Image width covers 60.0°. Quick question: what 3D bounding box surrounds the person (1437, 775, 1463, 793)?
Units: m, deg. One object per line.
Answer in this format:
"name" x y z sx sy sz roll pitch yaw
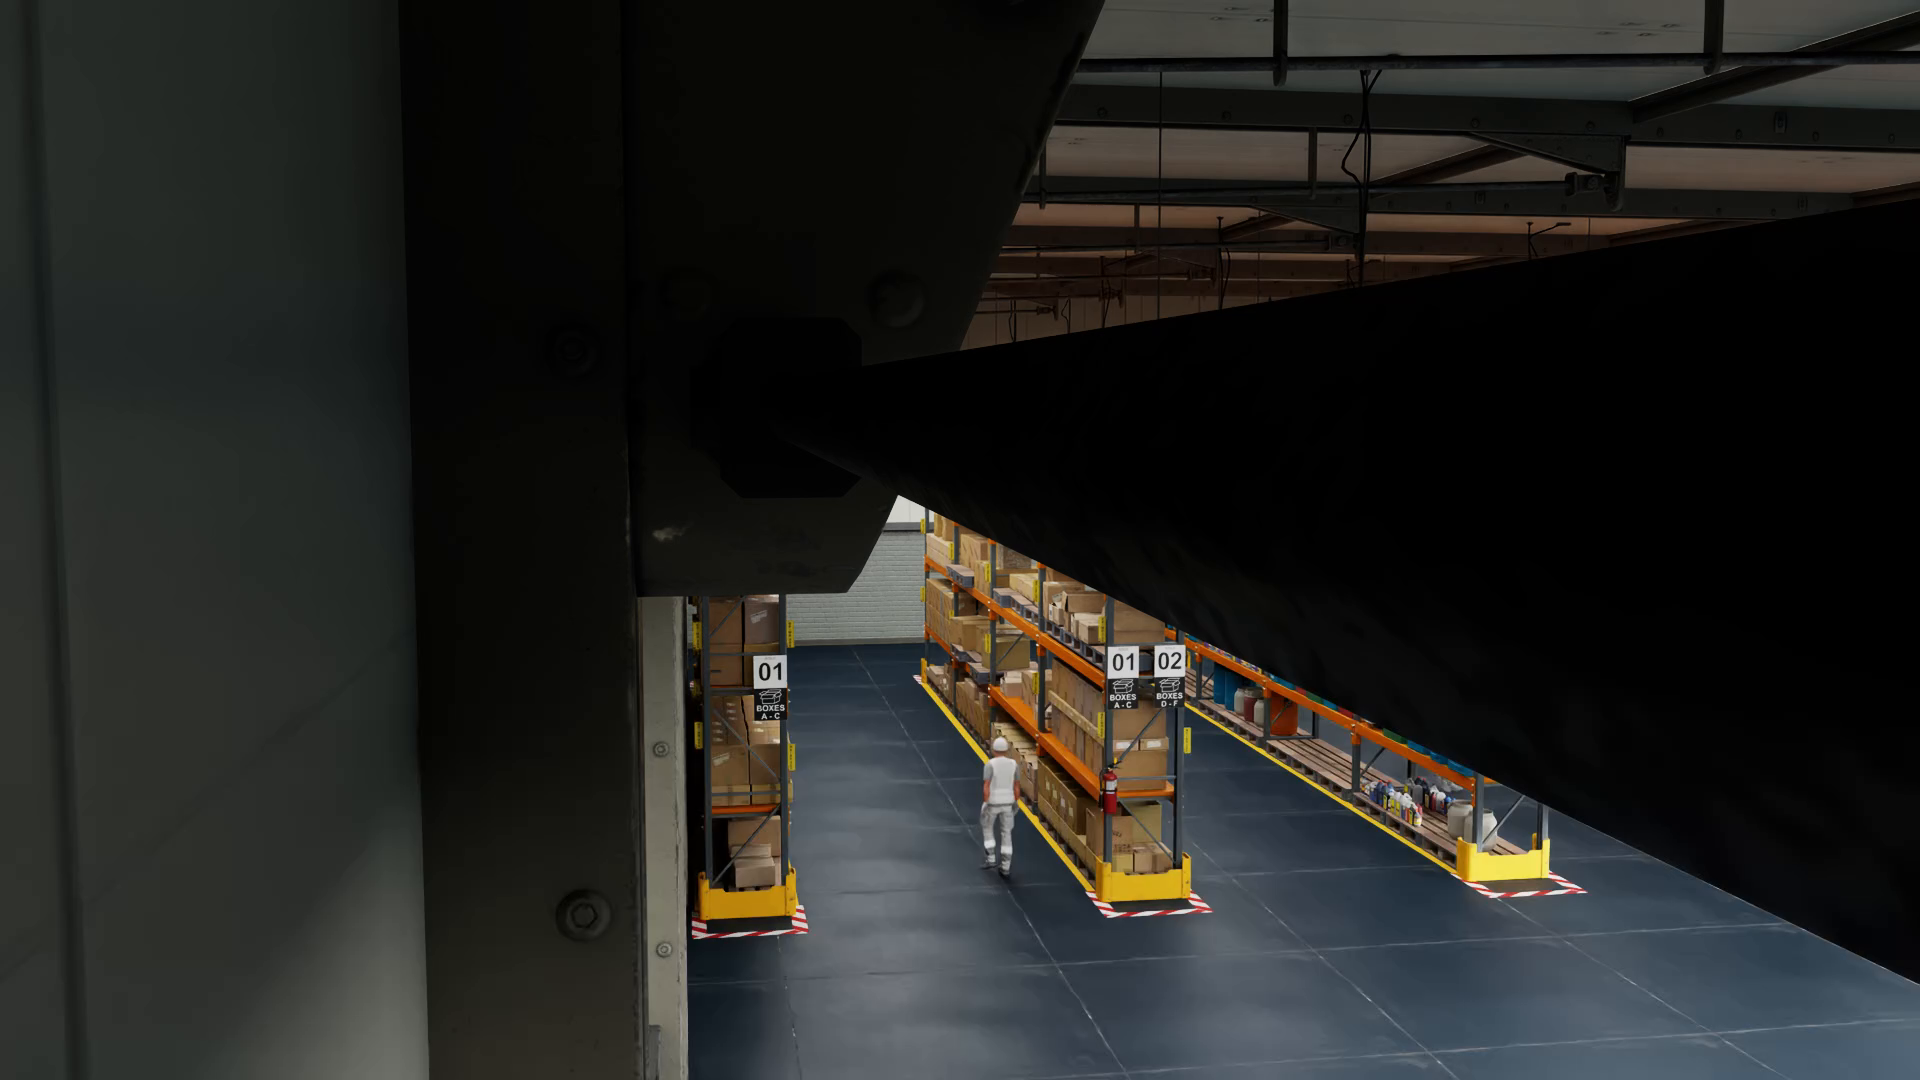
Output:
"person" 7.860 3.132 26.376 0.532 1.775 0.705 4 6 35

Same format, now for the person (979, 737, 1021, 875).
"person" 0.536 3.517 21.968 0.583 1.807 0.542 -1 5 -15
